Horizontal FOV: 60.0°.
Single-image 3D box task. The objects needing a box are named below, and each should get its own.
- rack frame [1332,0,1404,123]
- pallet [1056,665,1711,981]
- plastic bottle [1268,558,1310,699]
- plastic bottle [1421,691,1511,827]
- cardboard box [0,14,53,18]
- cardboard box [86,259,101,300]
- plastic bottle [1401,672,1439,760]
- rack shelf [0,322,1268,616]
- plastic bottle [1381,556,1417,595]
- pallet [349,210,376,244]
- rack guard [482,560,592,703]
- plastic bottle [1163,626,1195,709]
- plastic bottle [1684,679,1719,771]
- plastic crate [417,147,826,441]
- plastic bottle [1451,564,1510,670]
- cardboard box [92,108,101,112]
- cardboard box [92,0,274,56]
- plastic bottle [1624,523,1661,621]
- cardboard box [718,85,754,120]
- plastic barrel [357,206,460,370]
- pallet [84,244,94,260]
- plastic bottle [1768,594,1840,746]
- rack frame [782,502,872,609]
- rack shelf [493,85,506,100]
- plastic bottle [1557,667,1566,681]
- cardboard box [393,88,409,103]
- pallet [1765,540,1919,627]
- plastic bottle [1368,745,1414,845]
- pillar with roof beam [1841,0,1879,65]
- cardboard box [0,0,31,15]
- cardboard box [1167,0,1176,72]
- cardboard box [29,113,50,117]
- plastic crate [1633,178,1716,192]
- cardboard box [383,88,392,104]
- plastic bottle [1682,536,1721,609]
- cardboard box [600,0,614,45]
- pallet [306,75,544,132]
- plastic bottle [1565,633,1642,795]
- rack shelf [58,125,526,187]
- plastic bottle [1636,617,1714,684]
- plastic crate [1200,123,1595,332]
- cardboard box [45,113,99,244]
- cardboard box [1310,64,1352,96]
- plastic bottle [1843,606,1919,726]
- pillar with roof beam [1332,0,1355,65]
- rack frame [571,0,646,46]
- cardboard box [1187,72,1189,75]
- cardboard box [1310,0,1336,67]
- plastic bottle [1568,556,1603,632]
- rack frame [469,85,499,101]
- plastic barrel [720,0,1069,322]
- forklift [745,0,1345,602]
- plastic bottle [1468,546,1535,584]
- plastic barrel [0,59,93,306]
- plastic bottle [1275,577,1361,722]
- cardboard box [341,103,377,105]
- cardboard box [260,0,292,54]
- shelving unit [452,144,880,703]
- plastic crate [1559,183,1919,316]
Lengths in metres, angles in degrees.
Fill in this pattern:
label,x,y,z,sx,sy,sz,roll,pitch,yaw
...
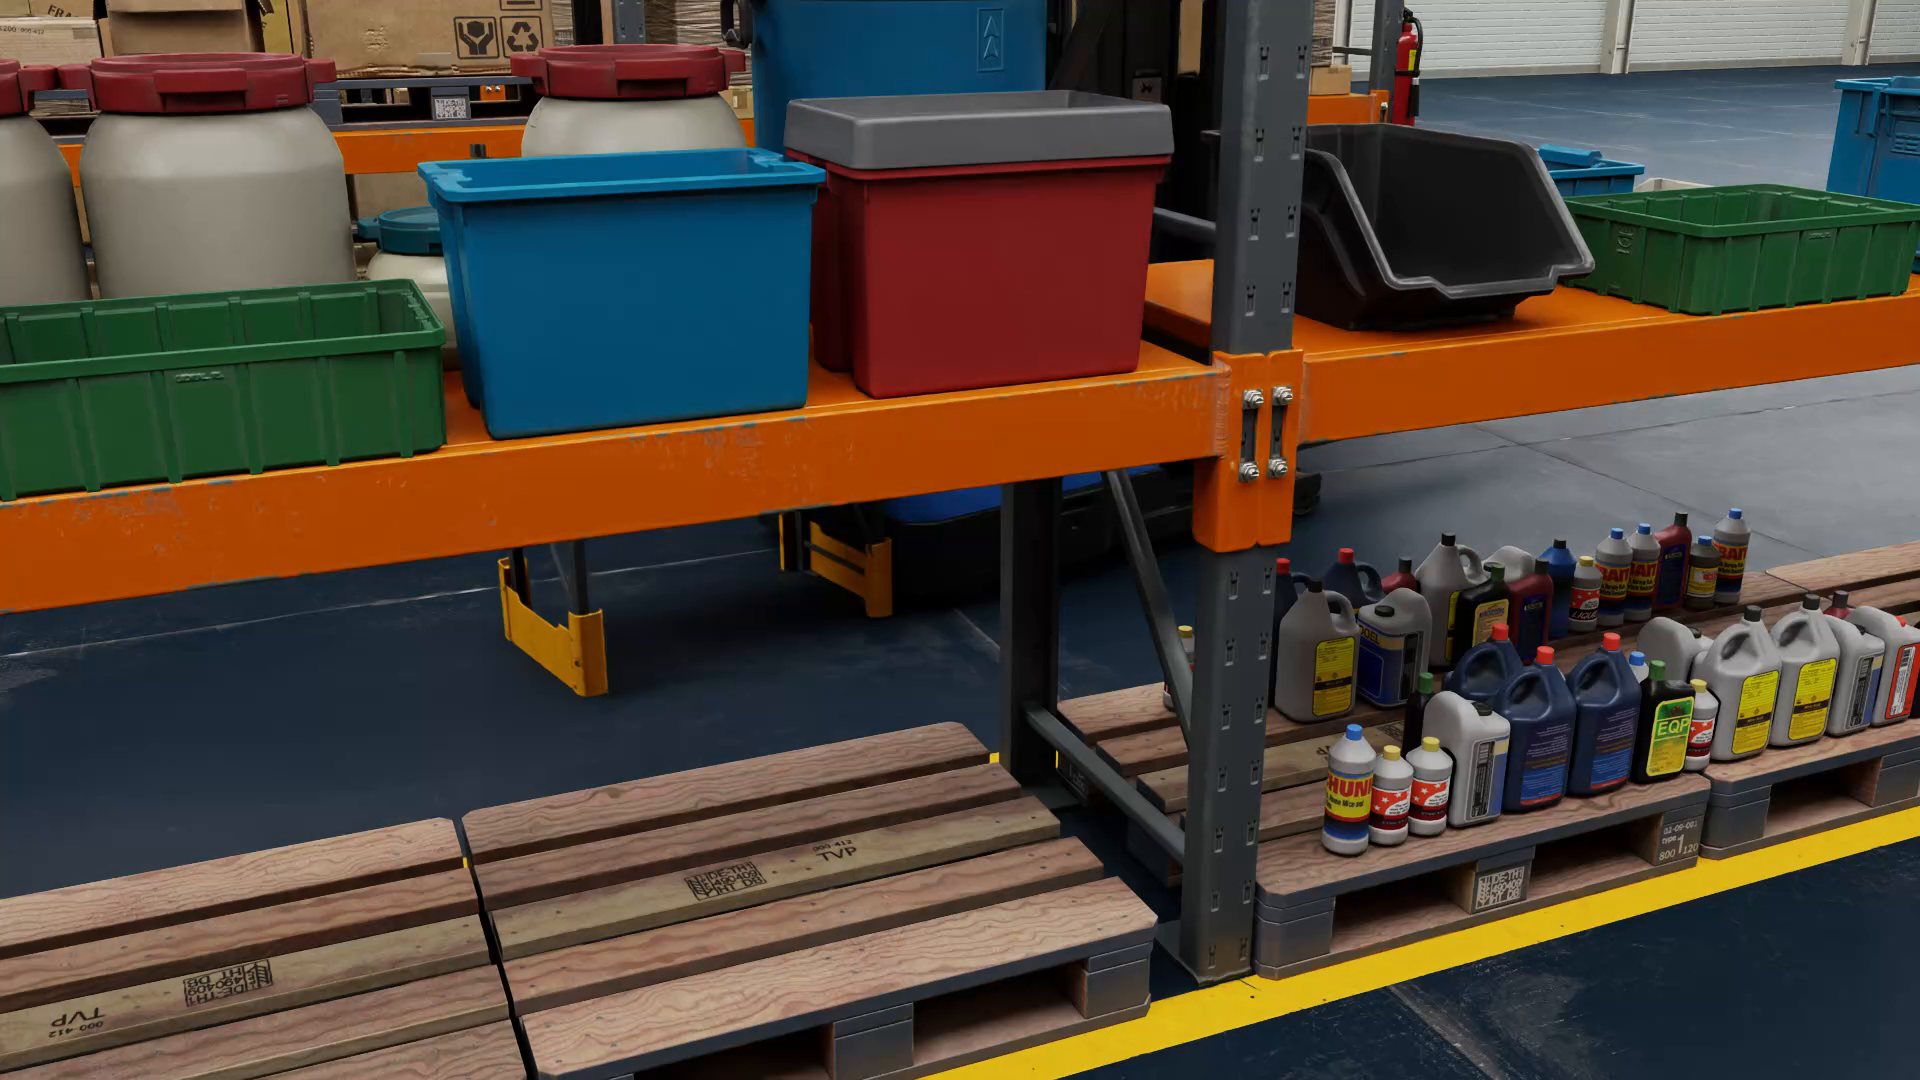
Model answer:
label,x,y,z,sx,sy,sz,roll,pitch,yaw
rack frame,2.061,-2.692,9.152,0.127,3.000,1.000,-8,21,-22
pallet,0.984,0.584,4.045,1.213,0.211,1.003,-8,21,-22
plastic bottle,0.828,0.214,4.225,0.185,0.351,0.144,-9,21,-23
plastic bottle,1.103,0.462,3.631,0.135,0.276,0.152,-7,21,-20
cardboard box,-3.860,-2.076,6.972,0.258,0.266,0.396,-9,21,-23
cardboard box,-3.655,-0.916,7.209,0.500,0.500,0.700,-6,20,-17
plastic bottle,1.060,0.427,3.721,0.133,0.283,0.061,-8,21,-22
rack shelf,-1.486,-0.053,2.740,4.000,0.370,1.077,-8,21,-22
plastic bottle,1.137,0.186,4.404,0.133,0.283,0.061,-7,20,-18
pallet,-4.162,-2.252,12.100,1.213,0.211,1.003,-8,21,-22
rack guard,-1.253,0.260,4.908,0.087,0.250,0.587,-14,24,-35
plastic bottle,0.560,0.314,4.165,0.097,0.201,0.097,0,19,0
plastic bottle,1.699,0.422,3.857,0.097,0.201,0.097,0,19,0
plastic crate,-0.539,-0.408,2.689,0.575,0.384,0.392,-8,21,-22
plastic bottle,1.365,0.206,4.349,0.133,0.283,0.061,-8,21,-22
cardboard box,-10.004,-5.419,19.840,0.625,0.625,0.875,-7,21,-20
cardboard box,-3.167,-2.157,6.843,0.637,0.503,0.797,-6,20,-16
plastic bottle,1.920,0.086,4.706,0.097,0.271,0.097,0,19,0
cardboard box,-1.060,-2.013,7.601,0.250,0.149,0.380,-8,21,-22
plastic barrel,-0.926,-0.463,3.029,0.301,0.262,0.301,0,19,0
pallet,-6.402,-1.931,11.189,1.213,0.211,1.003,-8,21,-22
plastic bottle,1.990,0.301,3.975,0.185,0.351,0.144,-7,21,-20
rack frame,-0.442,-0.533,5.277,0.032,1.500,0.500,-14,24,-35
rack shelf,-1.647,-3.616,12.857,4.000,0.370,1.077,-8,21,-22
plastic bottle,1.341,0.388,3.848,0.097,0.271,0.097,0,19,0
cardboard box,-4.804,-3.827,14.999,0.500,0.500,0.500,-8,21,-22
pallet,3.224,0.263,4.957,1.213,0.211,1.003,-8,21,-22
plastic bottle,0.910,0.535,3.537,0.097,0.201,0.097,0,19,0
pillar with roof beam,18.912,-12.085,26.795,0.400,9.000,9.100,-8,21,-22
cardboard box,-6.171,-3.257,10.606,0.500,0.500,0.500,-8,21,-22
cardboard box,0.658,-2.661,8.464,0.500,0.500,0.875,-8,21,-22
cardboard box,-8.687,-3.692,15.315,0.625,0.372,0.950,-10,22,-26
plastic crate,1.741,-0.822,4.237,0.437,0.136,0.530,-8,21,-22
cardboard box,-6.931,-5.565,20.819,0.500,0.250,0.500,-8,21,-21
plastic bottle,2.140,0.088,4.807,0.097,0.201,0.097,0,19,0
cardboard box,-2.653,-3.894,12.339,0.550,0.550,0.875,-8,21,-22
pallet,-2.371,-2.019,7.529,1.213,0.211,1.003,-8,21,-22
plastic bottle,1.429,0.382,3.747,0.185,0.351,0.144,-9,21,-24
rack shelf,-3.448,-1.564,7.029,4.000,0.370,1.077,-8,21,-22
plastic bottle,1.738,0.319,4.037,0.135,0.276,0.152,-8,21,-22
plastic crate,0.882,-0.656,3.463,0.504,0.338,0.767,-8,21,-22
cardboard box,-5.760,-2.471,11.279,0.750,0.750,1.050,-8,21,-21
cardboard box,1.882,-2.473,8.908,0.250,0.149,0.380,-8,21,-22
plastic bottle,2.268,0.295,4.105,0.135,0.276,0.152,-8,21,-22
pillar with roof beam,7.894,-10.506,22.311,0.400,9.000,9.100,-8,21,-22
rack frame,-1.611,-2.166,7.657,0.127,3.000,1.000,-8,21,-22
cardboard box,1.207,-2.364,8.597,0.250,0.149,0.380,-8,21,-22
cardboard box,1.546,-2.816,8.904,0.500,0.500,0.875,-8,21,-22
plastic bottle,1.738,0.145,4.644,0.097,0.201,0.097,0,19,0
rack frame,-3.483,-3.692,11.991,0.127,3.000,1.000,-8,21,-22
plastic barrel,-0.124,-0.934,3.402,0.708,0.901,0.600,-8,21,-22
forklift,0.708,-1.554,6.022,3.031,2.935,1.130,-14,24,-35
plastic bottle,1.451,0.161,4.487,0.135,0.276,0.152,-8,21,-21
plastic barrel,-1.686,-0.507,2.742,0.433,0.535,0.433,0,19,0
plastic bottle,0.885,0.258,4.100,0.185,0.351,0.144,-8,21,-22
cardboard box,-6.017,-4.077,16.409,0.625,0.372,0.950,-8,21,-21
cardboard box,-4.784,-3.456,11.170,0.500,0.500,0.500,-8,21,-21
shelving unit,-0.855,-0.429,4.984,1.083,1.500,0.587,-14,24,-35
plastic crate,1.709,-0.648,3.665,0.662,0.188,0.450,-8,21,-22
